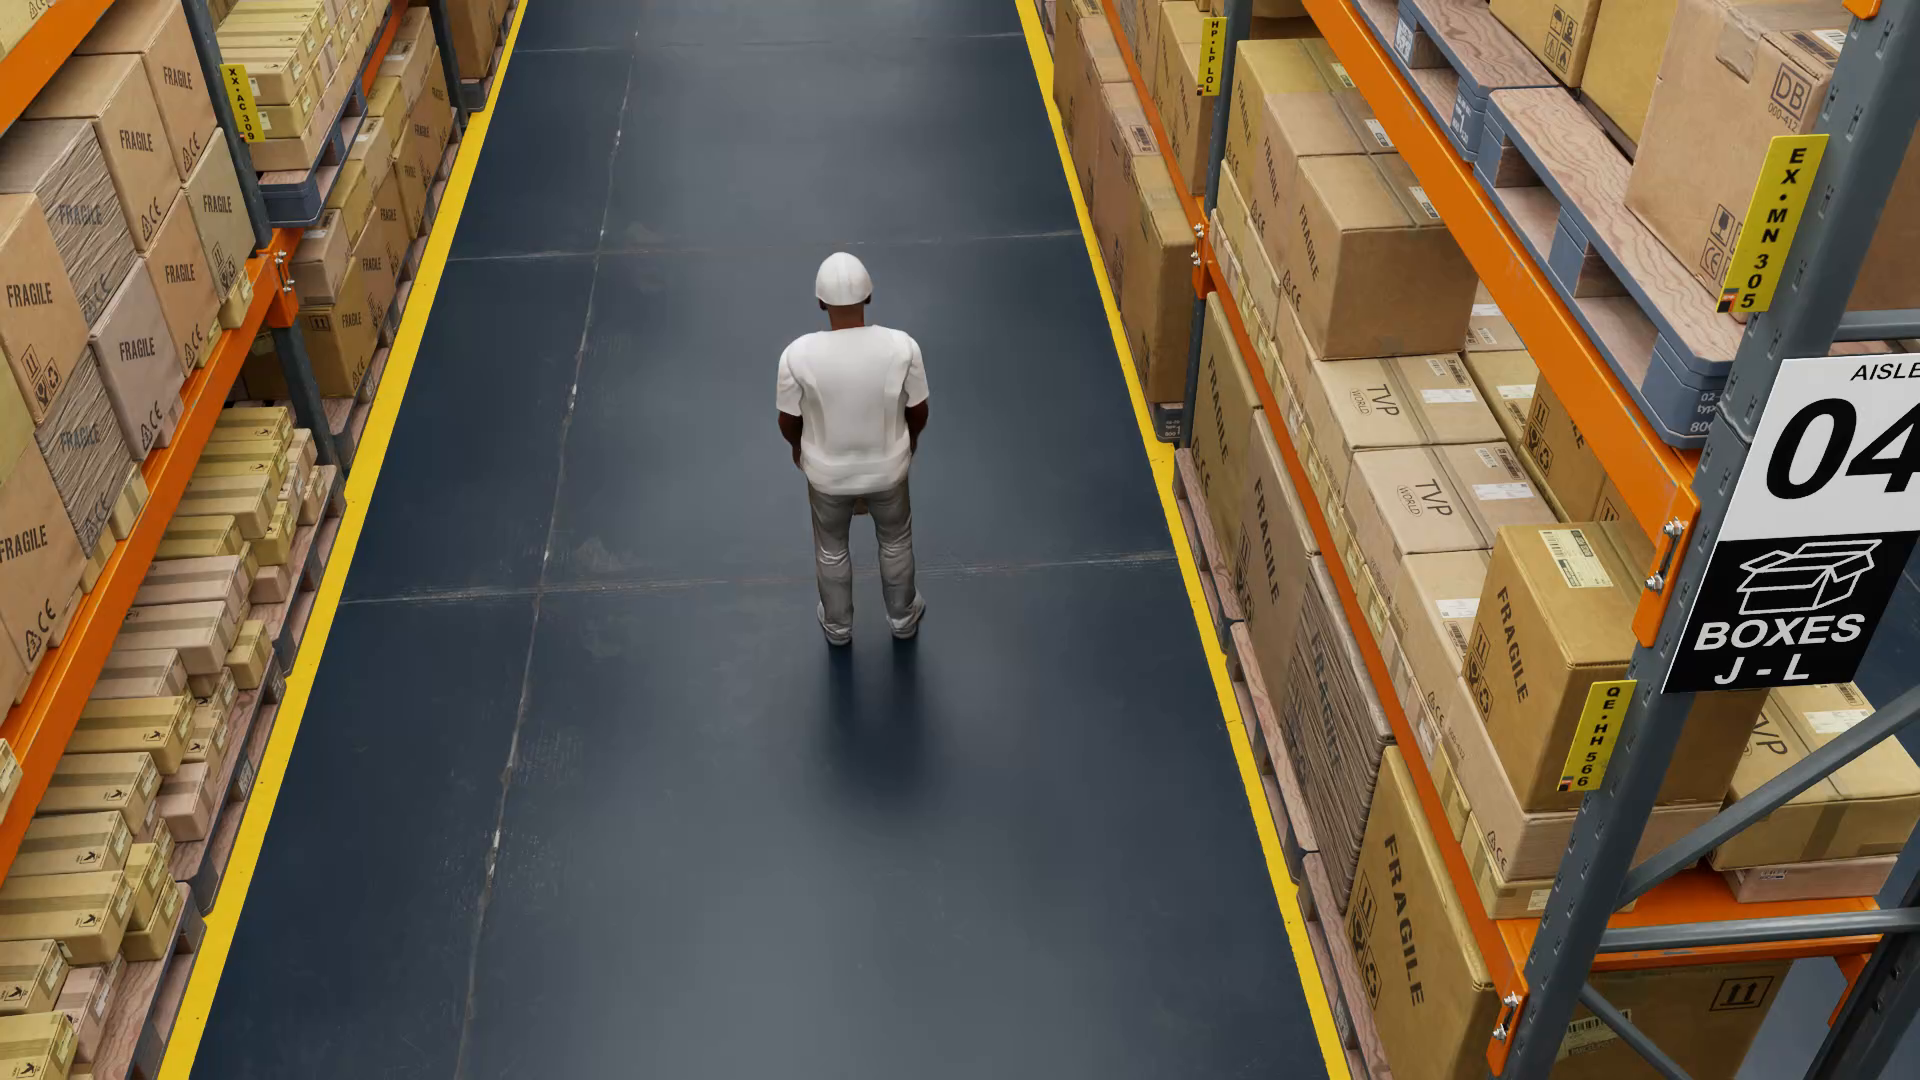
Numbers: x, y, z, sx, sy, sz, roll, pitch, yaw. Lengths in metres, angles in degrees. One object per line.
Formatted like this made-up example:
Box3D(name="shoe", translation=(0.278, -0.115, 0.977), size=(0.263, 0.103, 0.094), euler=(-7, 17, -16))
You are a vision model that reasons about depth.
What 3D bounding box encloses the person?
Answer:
Box3D(name="person", translation=(-0.409, -0.312, 6.522), size=(0.583, 1.766, 0.422), euler=(-4, 39, -5))
